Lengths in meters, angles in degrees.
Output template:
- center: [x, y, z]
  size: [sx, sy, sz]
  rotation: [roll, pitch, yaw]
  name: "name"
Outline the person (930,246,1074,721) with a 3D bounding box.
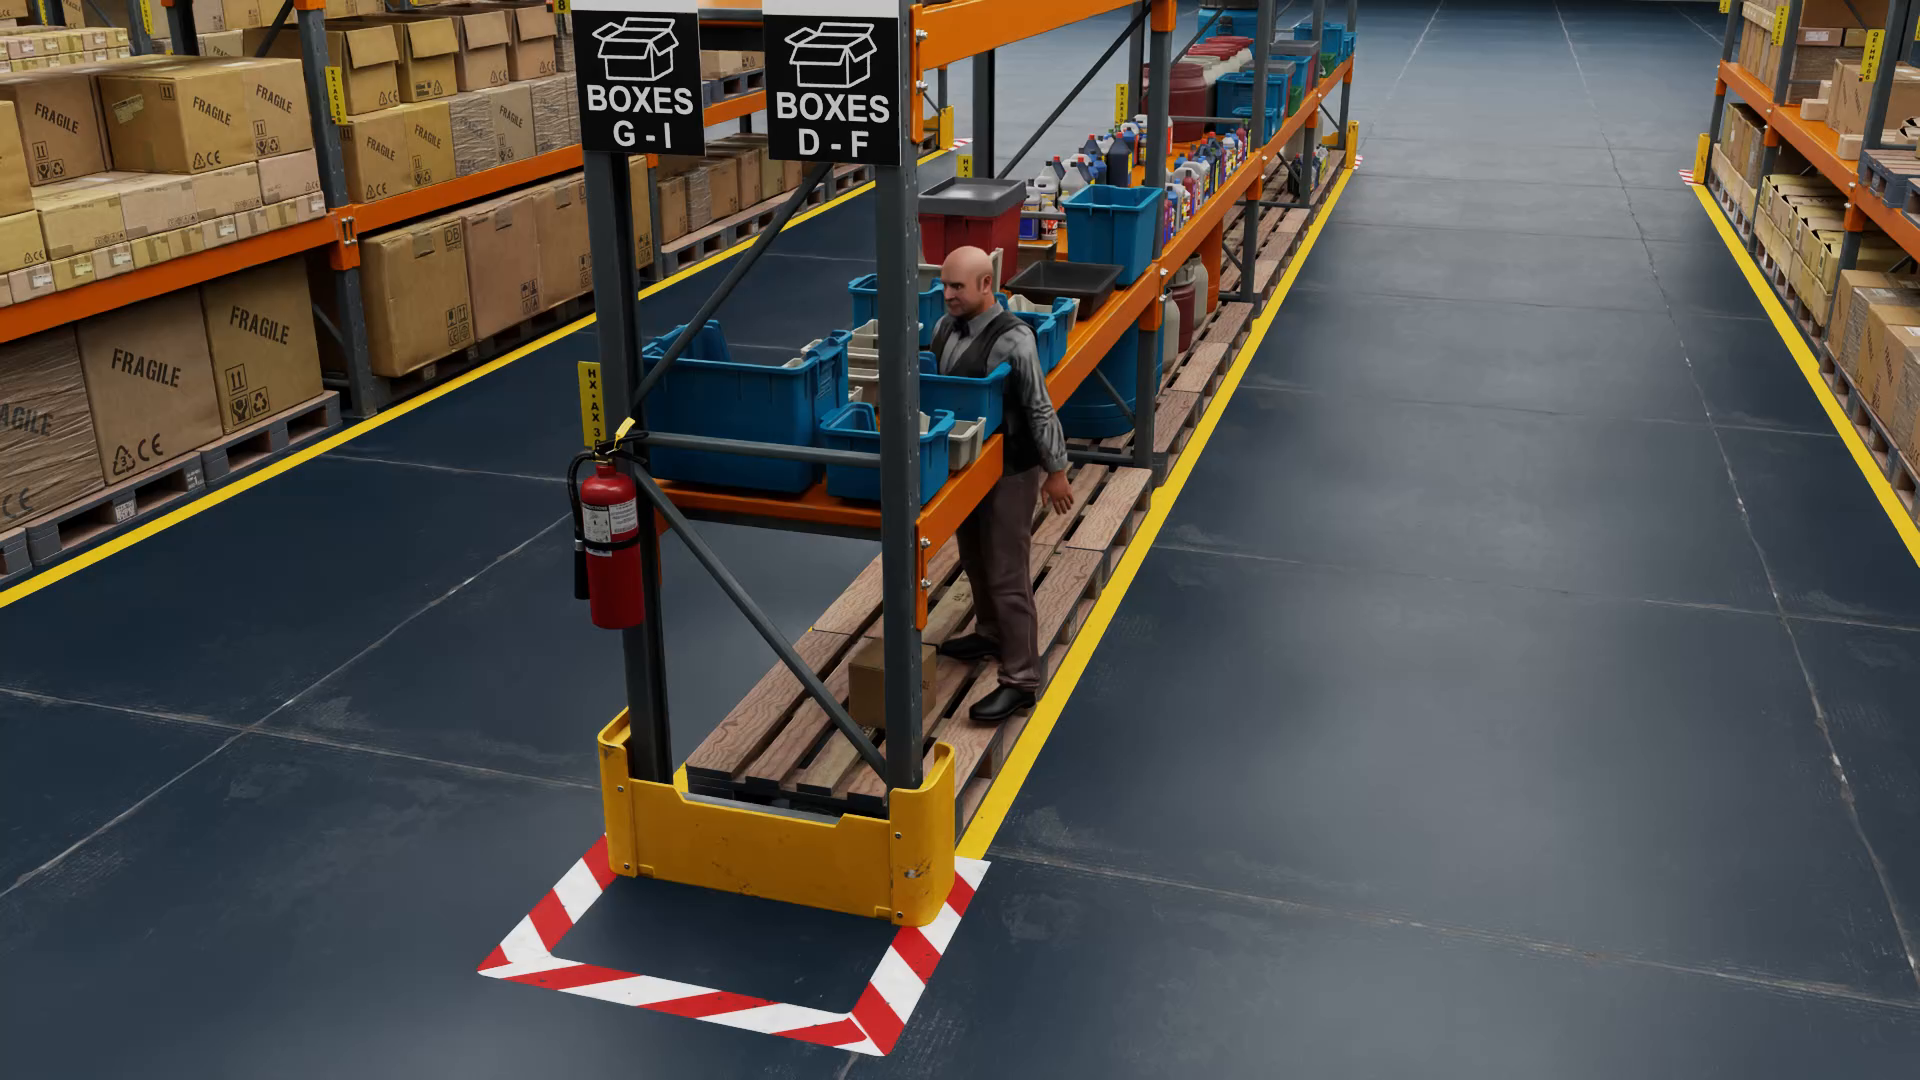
- center: [0.070, -0.212, 6.265]
  size: [0.519, 1.603, 0.758]
  rotation: [-14, 26, -32]
  name: "person"
